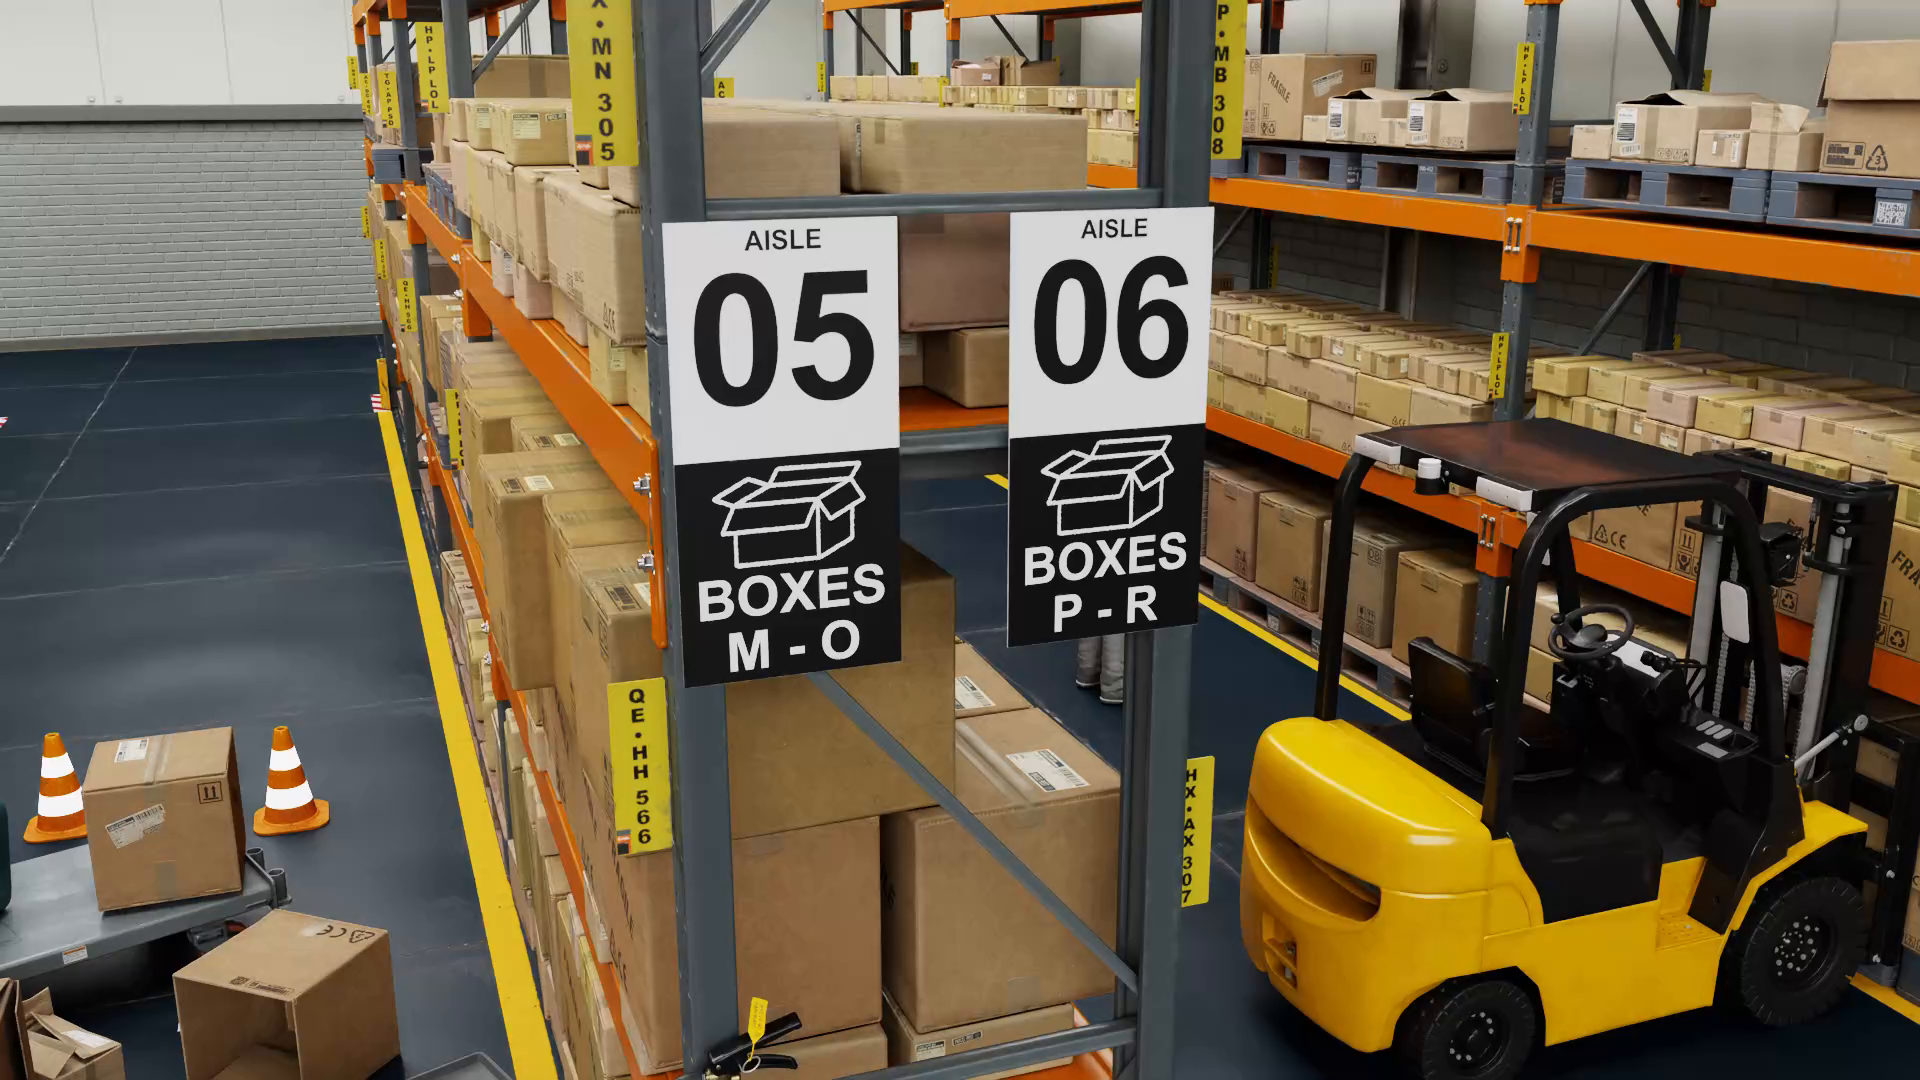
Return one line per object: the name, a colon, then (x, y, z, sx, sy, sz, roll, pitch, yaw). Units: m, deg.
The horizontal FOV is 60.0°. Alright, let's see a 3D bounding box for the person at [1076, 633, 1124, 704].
person: (0.834, 0.032, 9.392, 0.433, 1.748, 0.585, -6, 17, -20)
